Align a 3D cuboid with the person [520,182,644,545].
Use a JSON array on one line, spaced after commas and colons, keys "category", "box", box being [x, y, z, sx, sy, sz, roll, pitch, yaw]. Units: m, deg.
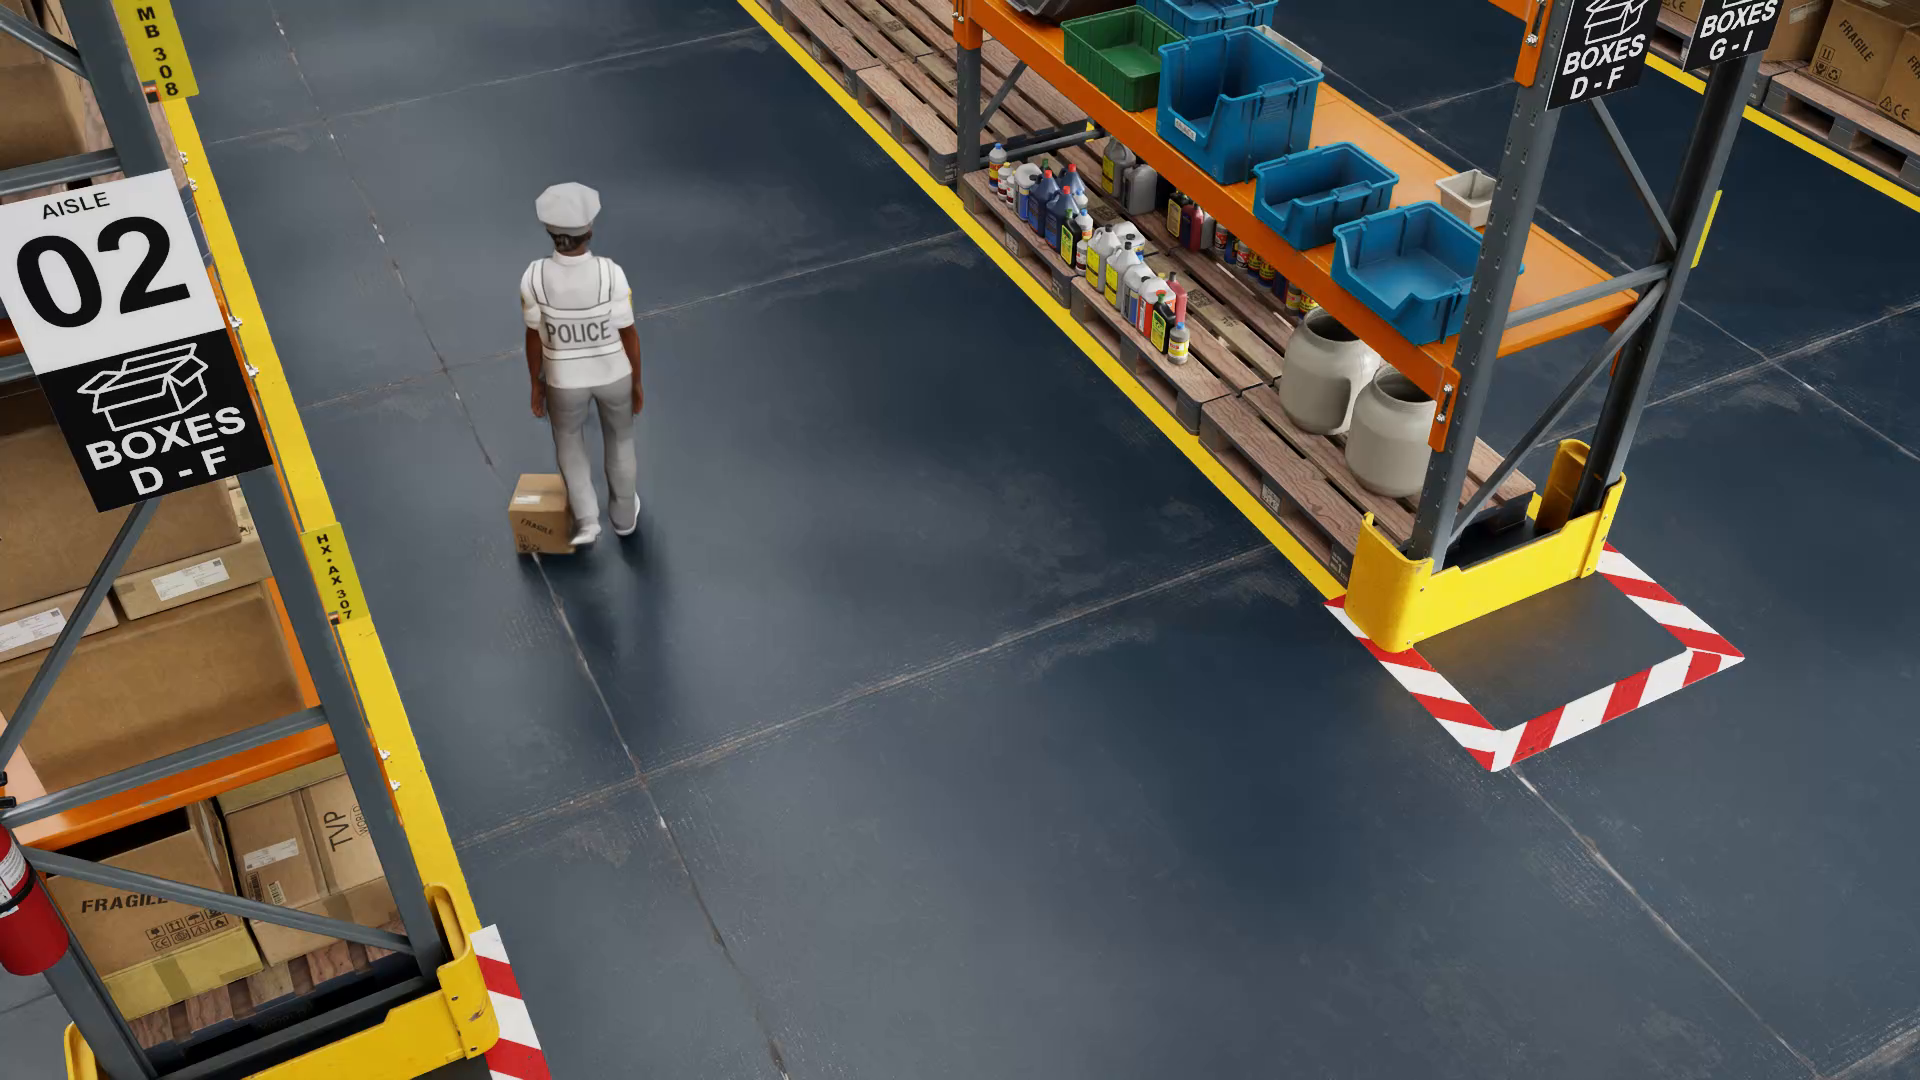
[{"category": "person", "box": [-1.542, -0.645, 6.853, 0.478, 1.655, 0.526, -7, 42, -8]}]
